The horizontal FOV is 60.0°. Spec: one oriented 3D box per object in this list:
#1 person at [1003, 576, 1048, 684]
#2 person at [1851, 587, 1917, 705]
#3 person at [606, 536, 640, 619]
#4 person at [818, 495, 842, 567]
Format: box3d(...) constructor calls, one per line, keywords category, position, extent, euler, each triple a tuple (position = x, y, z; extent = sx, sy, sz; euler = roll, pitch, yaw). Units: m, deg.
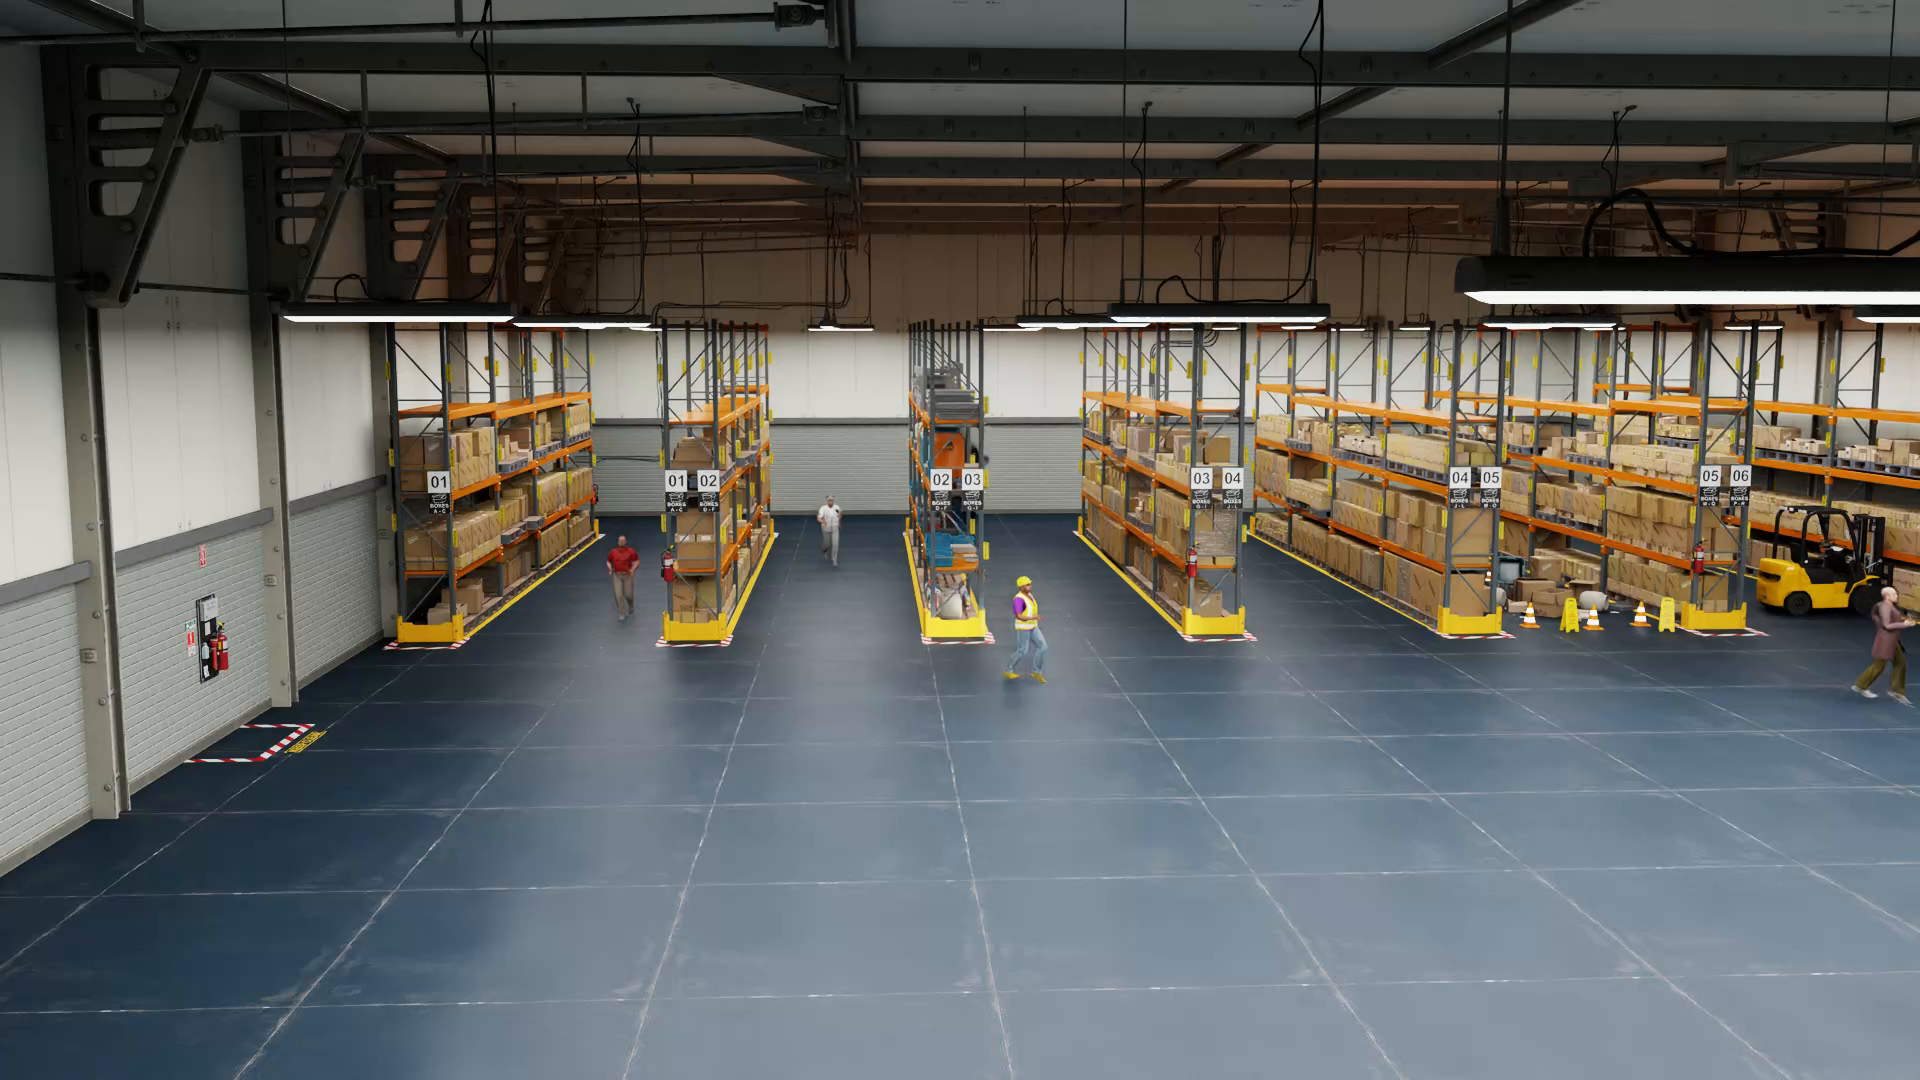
box3d(category="person", position=(1.090, 1.489, 27.439), extent=(0.757, 1.802, 0.707), euler=(4, 8, 29))
box3d(category="person", position=(14.410, 1.642, 25.909), extent=(0.842, 1.841, 0.692), euler=(6, 9, 40))
box3d(category="person", position=(-6.804, 0.750, 33.561), extent=(0.661, 1.673, 0.628), euler=(-1, 7, -5))
box3d(category="person", position=(-3.235, -0.261, 41.395), extent=(0.647, 1.768, 0.943), euler=(-2, 7, -16))
